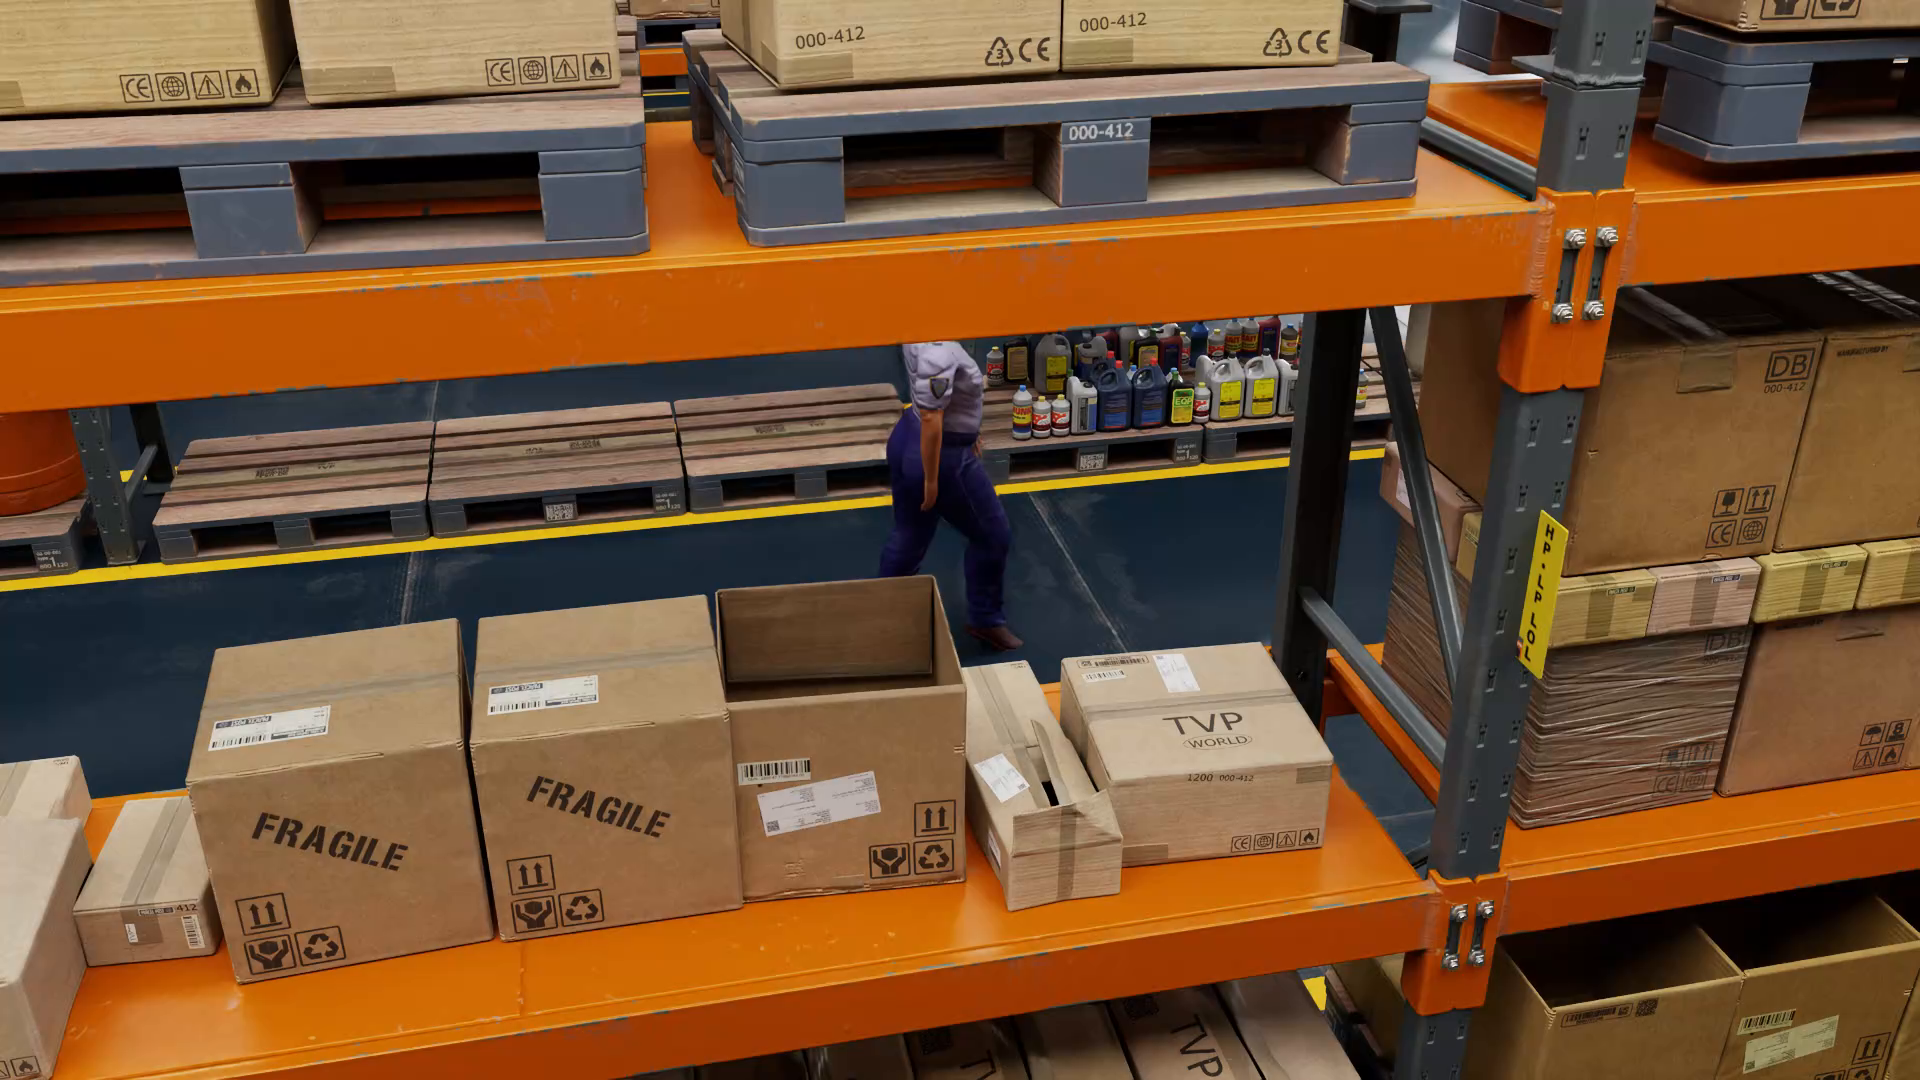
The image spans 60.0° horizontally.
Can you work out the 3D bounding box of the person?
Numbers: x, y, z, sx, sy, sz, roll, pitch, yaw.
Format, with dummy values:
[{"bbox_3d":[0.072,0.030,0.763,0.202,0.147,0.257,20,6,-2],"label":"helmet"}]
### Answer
[{"bbox_3d":[-0.064,-0.302,6.771,0.625,1.704,0.491,-9,28,-17],"label":"person"}]
